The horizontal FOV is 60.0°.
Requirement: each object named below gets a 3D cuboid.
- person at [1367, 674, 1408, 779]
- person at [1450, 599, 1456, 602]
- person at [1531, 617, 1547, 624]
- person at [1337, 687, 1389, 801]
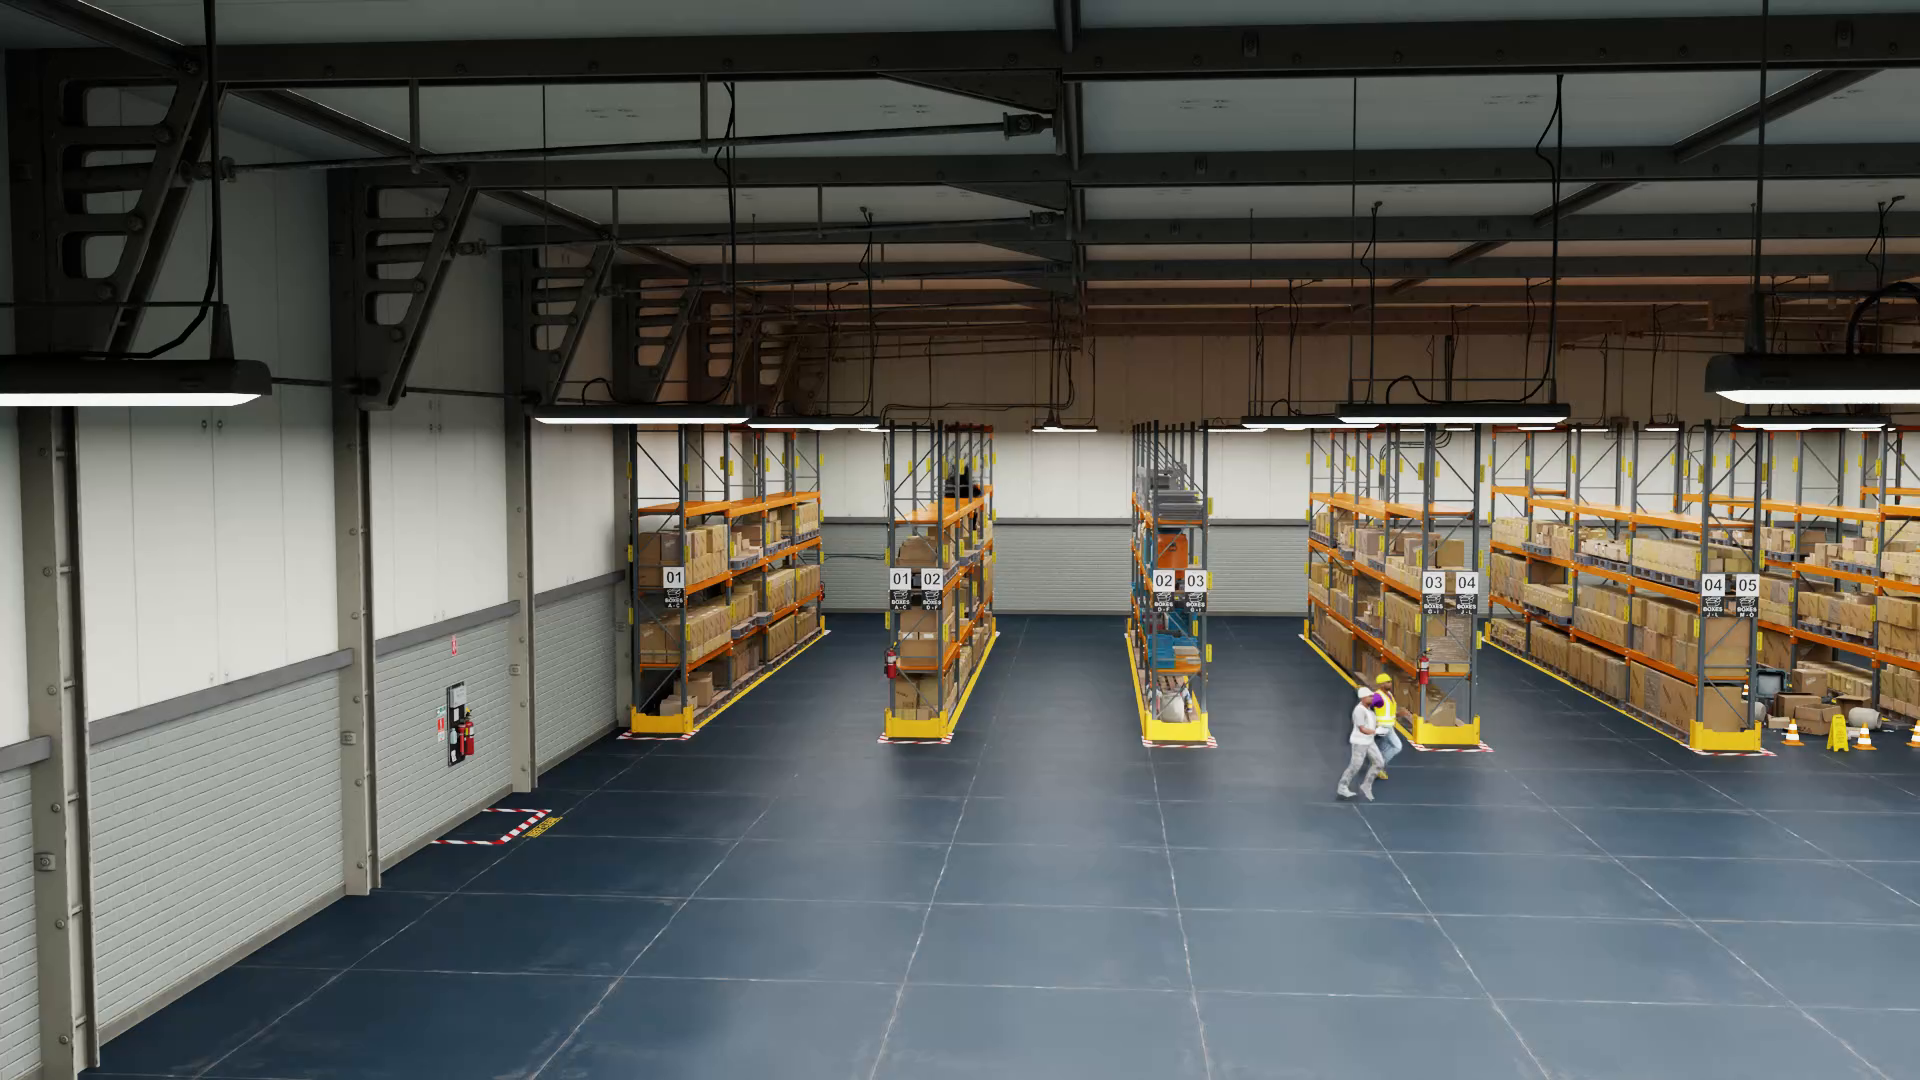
[{"bbox_3d":[7.085,3.093,27.598,0.665,1.740,0.685,2,4,32],"label":"person"},{"bbox_3d":[13.238,2.019,44.302,0.725,1.774,1.059,0,4,4],"label":"person"},{"bbox_3d":[16.451,1.918,47.403,0.735,1.644,0.604,0,4,0],"label":"person"},{"bbox_3d":[6.319,3.192,25.962,0.822,1.809,0.657,2,4,33],"label":"person"}]
